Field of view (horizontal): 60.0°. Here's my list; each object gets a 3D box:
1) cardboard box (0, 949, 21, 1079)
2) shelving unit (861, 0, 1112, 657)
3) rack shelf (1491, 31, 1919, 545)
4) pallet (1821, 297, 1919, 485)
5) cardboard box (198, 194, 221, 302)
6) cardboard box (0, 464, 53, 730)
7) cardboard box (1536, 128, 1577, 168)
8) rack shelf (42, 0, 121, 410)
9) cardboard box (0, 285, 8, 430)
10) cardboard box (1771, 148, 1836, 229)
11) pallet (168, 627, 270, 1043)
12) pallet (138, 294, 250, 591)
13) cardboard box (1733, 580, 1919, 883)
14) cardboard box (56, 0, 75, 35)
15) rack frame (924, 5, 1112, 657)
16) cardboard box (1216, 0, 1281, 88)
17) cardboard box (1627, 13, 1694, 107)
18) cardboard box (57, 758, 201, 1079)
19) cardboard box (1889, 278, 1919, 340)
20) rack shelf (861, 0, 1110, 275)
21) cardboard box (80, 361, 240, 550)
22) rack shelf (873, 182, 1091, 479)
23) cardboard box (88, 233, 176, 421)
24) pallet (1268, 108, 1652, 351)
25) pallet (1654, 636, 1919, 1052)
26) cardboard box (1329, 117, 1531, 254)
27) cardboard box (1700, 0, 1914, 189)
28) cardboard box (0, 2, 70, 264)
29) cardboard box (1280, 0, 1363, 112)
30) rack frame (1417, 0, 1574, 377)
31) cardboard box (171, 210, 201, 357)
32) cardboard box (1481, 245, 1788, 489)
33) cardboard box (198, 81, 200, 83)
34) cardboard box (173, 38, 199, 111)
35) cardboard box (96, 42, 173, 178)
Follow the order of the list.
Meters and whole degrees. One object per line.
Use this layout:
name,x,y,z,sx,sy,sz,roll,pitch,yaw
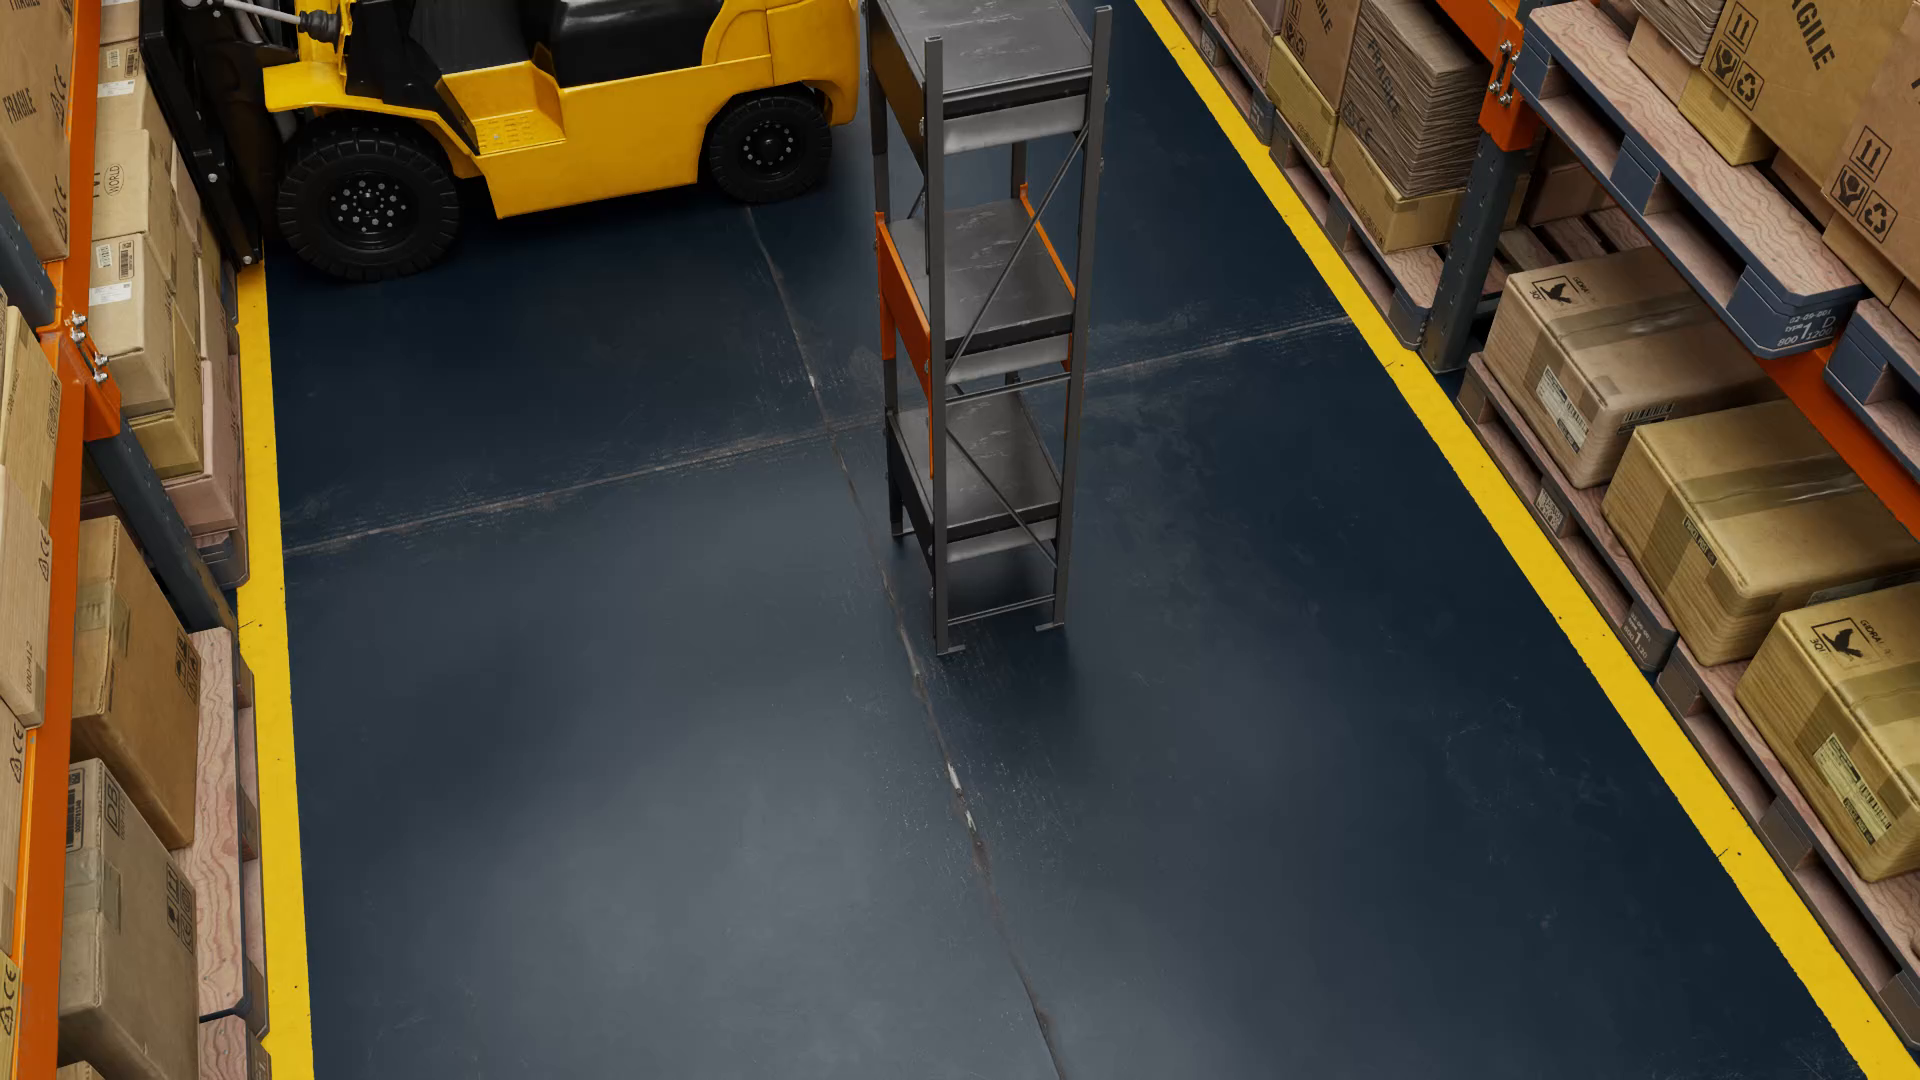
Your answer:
cardboard box,-1.818,0.906,2.623,0.500,0.250,0.500,-12,51,-10
shelving unit,0.049,-0.556,4.345,0.431,2.100,0.503,-13,51,-11
rack shelf,2.683,0.005,3.754,1.077,0.370,4.000,-13,51,-11
pallet,2.650,-0.141,3.532,1.003,0.211,1.213,-13,51,-11
cardboard box,-2.807,-0.979,5.637,0.500,0.250,0.500,-13,51,-10
cardboard box,-2.096,0.161,3.251,0.500,0.250,0.500,-14,51,-11
cardboard box,2.175,-1.670,5.729,0.500,0.500,0.500,-11,51,-9
rack shelf,-3.240,-1.791,5.269,1.077,0.370,4.000,-13,51,-11
cardboard box,-2.259,-0.374,3.375,0.500,0.250,0.500,-14,51,-12
cardboard box,2.176,-0.893,3.930,0.380,0.149,0.250,-10,51,-9
pallet,-2.394,0.866,4.382,1.003,0.211,1.213,-13,51,-11
pallet,-2.844,-0.254,5.326,1.003,0.211,1.213,-13,51,-11
cardboard box,2.672,0.438,4.363,0.950,0.372,0.625,-12,51,-10
cardboard box,-2.851,-1.724,4.676,0.500,0.500,0.500,-14,51,-11
rack frame,0.121,-0.378,4.195,0.400,2.100,0.015,-13,51,-11
cardboard box,1.347,-2.067,6.554,0.500,0.250,0.500,-13,51,-10
cardboard box,1.953,-1.267,4.246,0.380,0.149,0.250,-13,51,-10
cardboard box,-2.262,1.015,3.711,0.875,0.625,0.625,-14,51,-11
cardboard box,2.283,-0.514,3.611,0.380,0.149,0.250,-13,51,-11
rack shelf,0.049,-0.998,3.821,0.431,0.518,0.480,-13,51,-11
cardboard box,-2.476,-0.240,5.014,0.500,0.250,0.500,-13,51,-11
rack shelf,0.049,-0.547,4.356,0.431,0.518,0.480,-13,51,-11
cardboard box,-2.492,-0.558,4.628,0.500,0.250,0.500,-14,51,-12
pallet,1.859,-1.271,6.184,1.003,0.211,1.213,-13,51,-11
pallet,2.688,0.672,4.545,1.003,0.211,1.213,-13,51,-11
cardboard box,1.660,-1.308,5.914,0.500,0.250,0.500,-11,51,-9
cardboard box,2.105,-1.178,3.747,0.500,0.500,0.500,-13,51,-11
cardboard box,-2.531,-0.978,4.047,0.500,0.500,0.500,-15,51,-12
cardboard box,1.508,-1.921,5.941,0.500,0.500,0.500,-12,51,-10
rack frame,2.092,-1.687,4.711,1.000,3.000,0.127,-13,51,-11
cardboard box,-2.648,-0.763,5.128,0.500,0.250,0.500,-14,51,-11
cardboard box,2.249,-0.593,5.232,0.950,0.372,0.625,-13,51,-11
cardboard box,-3.114,-1.728,6.269,0.500,0.250,0.500,-13,51,-11
cardboard box,-2.934,-1.502,5.751,0.500,0.250,0.500,-13,51,-11
cardboard box,-2.792,-1.295,5.249,0.500,0.250,0.500,-12,51,-10
